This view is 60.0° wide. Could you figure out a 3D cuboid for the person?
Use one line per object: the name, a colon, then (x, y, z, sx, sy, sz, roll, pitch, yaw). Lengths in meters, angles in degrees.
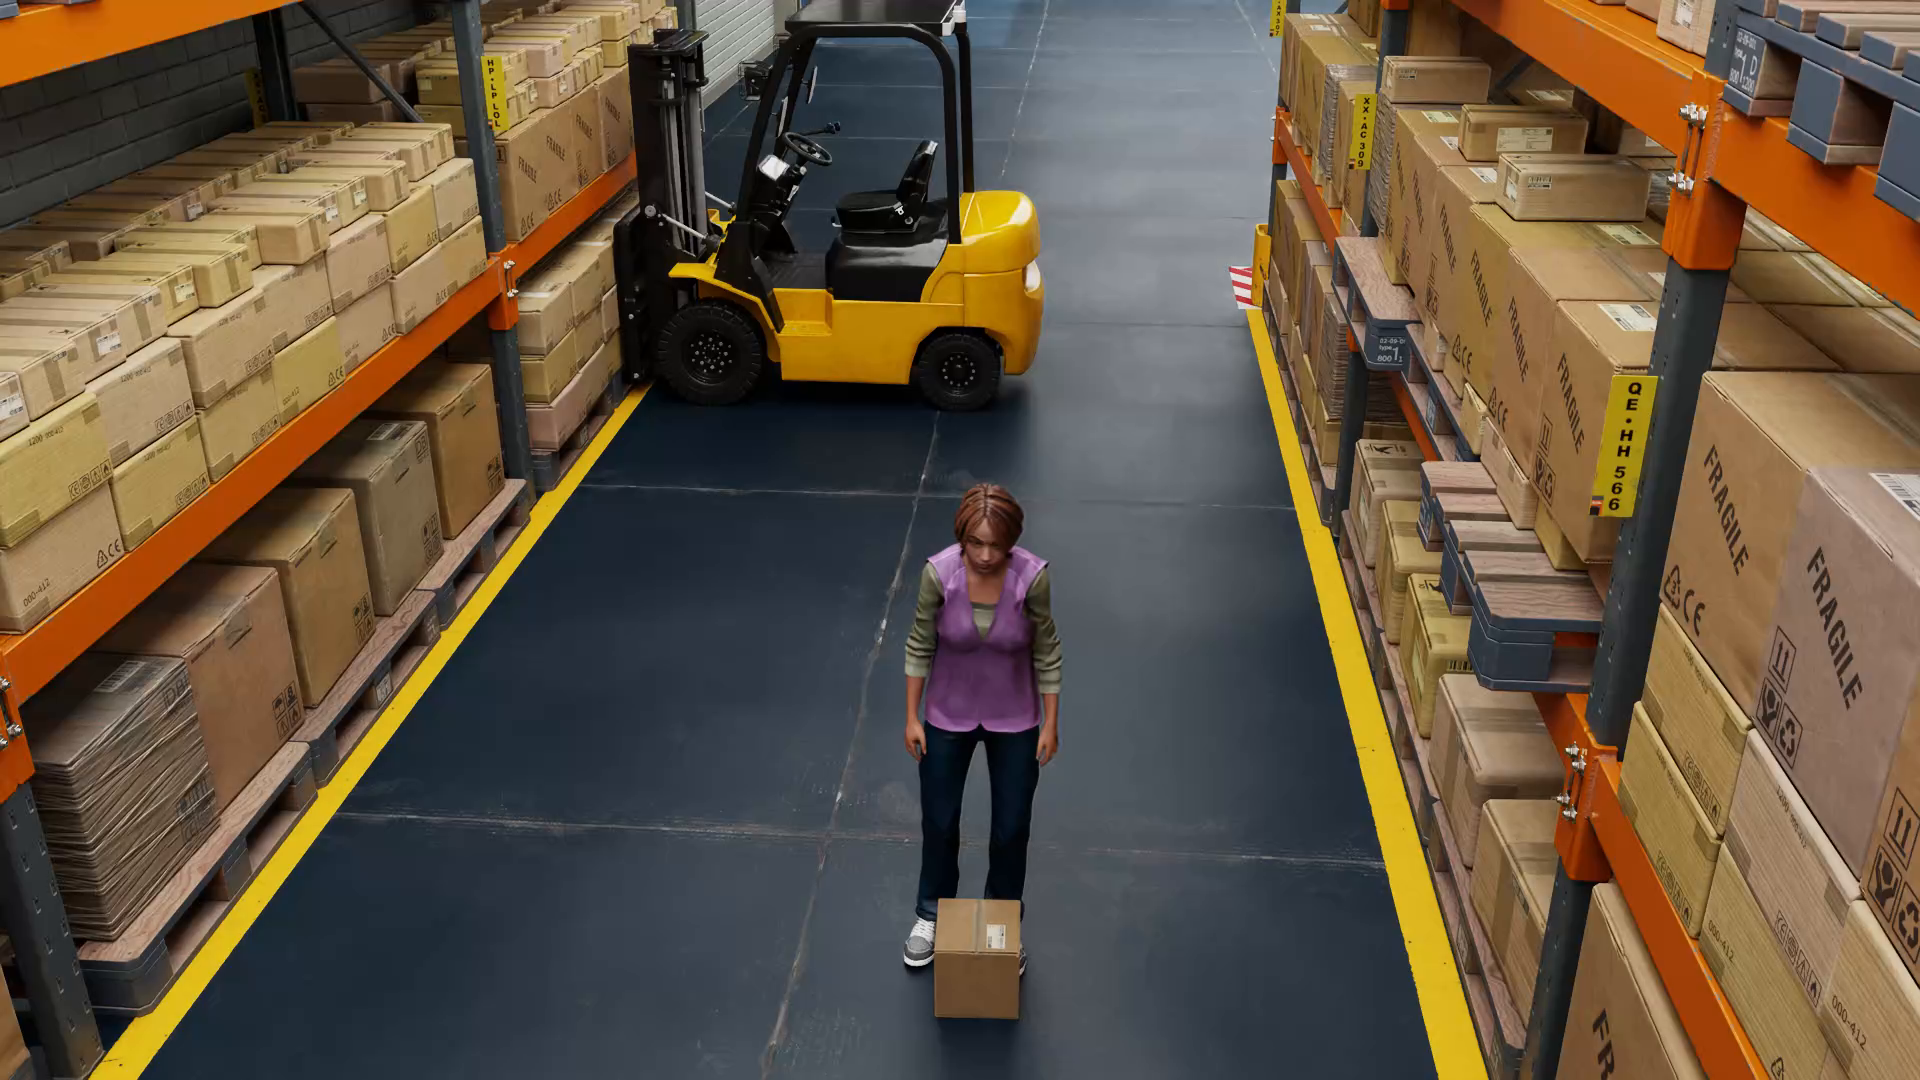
person: (0.064, 0.555, 4.923, 0.470, 1.591, 0.366, 2, 25, 3)
